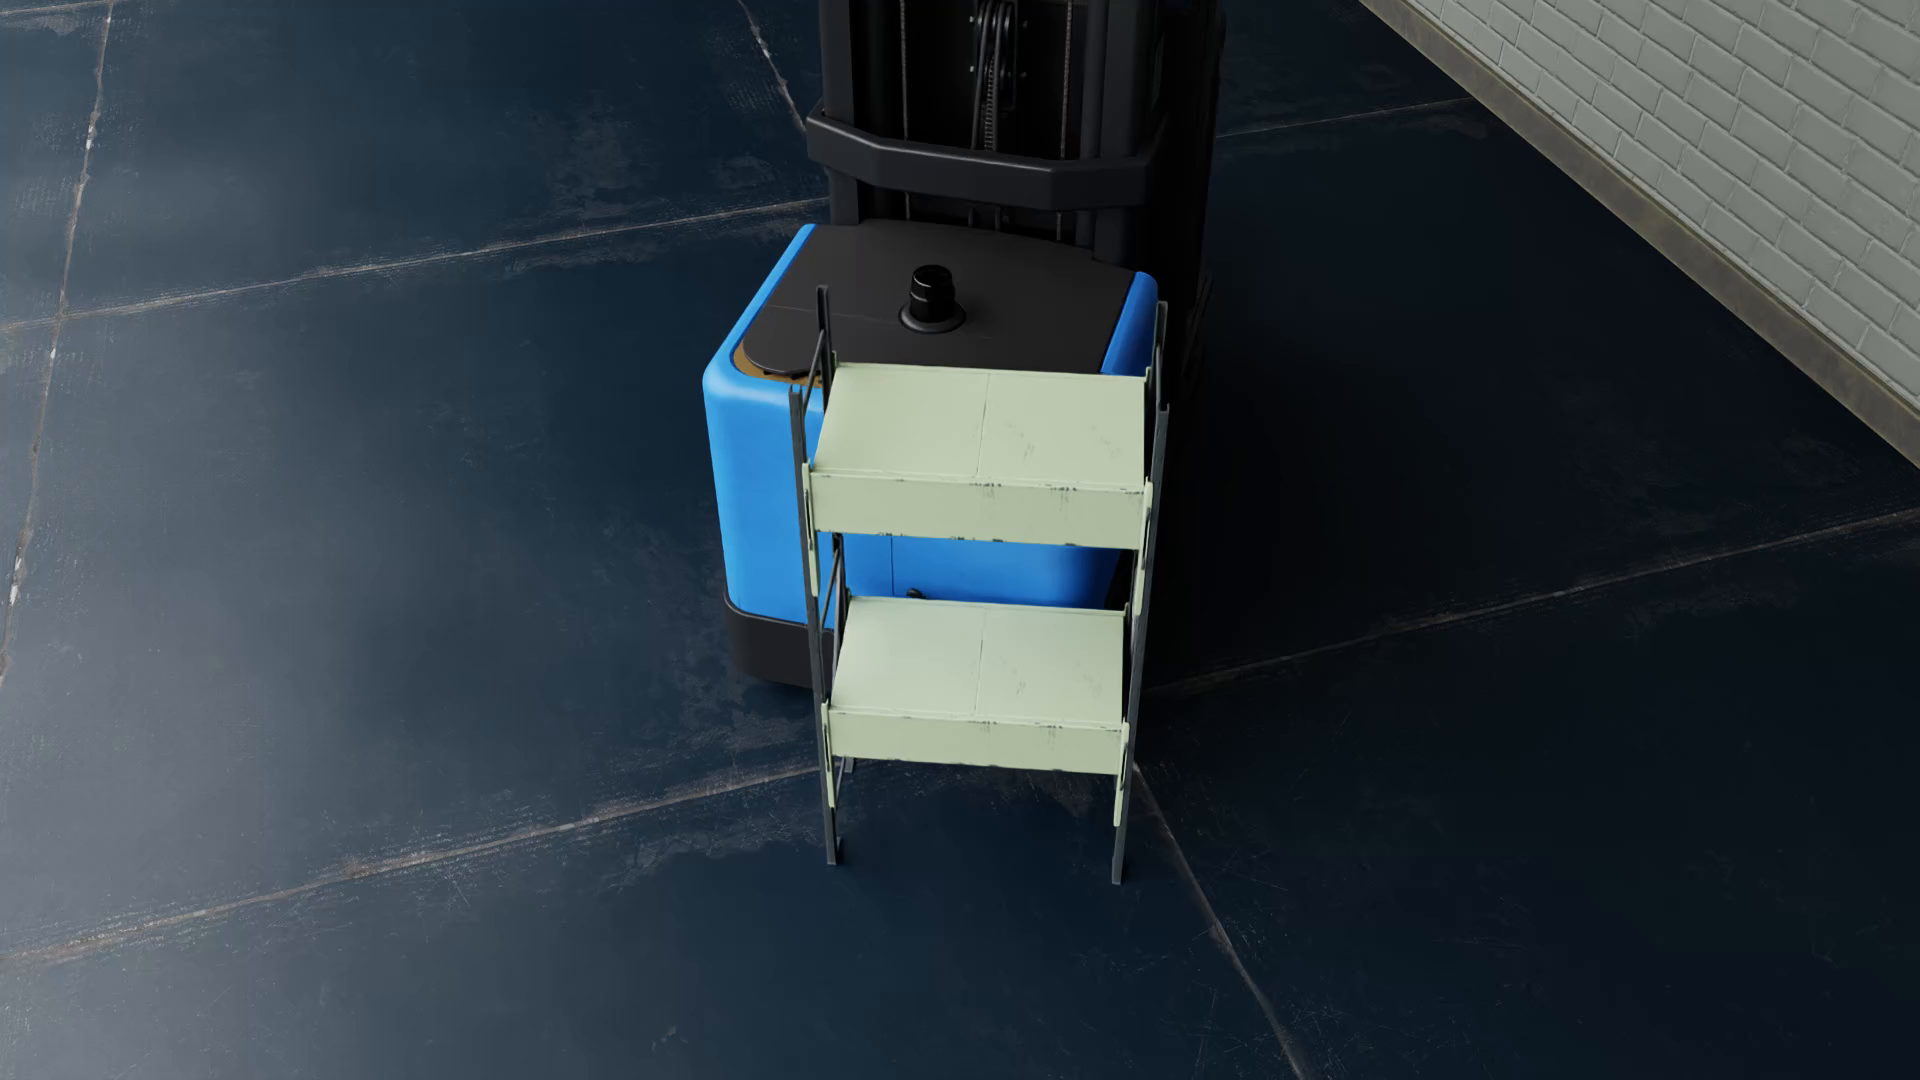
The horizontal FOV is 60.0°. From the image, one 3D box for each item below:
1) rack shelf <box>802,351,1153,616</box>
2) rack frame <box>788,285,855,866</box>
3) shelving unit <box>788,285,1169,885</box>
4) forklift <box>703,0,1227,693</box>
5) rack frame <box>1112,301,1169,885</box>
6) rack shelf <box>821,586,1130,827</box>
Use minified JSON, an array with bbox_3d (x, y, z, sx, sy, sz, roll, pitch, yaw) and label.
[{"bbox_3d":[0.051,-0.130,3.665,0.720,0.370,0.431,3,41,4],"label":"rack shelf"},{"bbox_3d":[-0.314,0.144,3.945,0.023,1.500,0.400,3,41,4],"label":"rack frame"},{"bbox_3d":[0.051,0.164,3.922,0.755,1.500,0.431,3,41,4],"label":"shelving unit"},{"bbox_3d":[0.230,-1.548,4.794,1.130,2.935,3.031,10,42,12],"label":"forklift"},{"bbox_3d":[0.416,0.185,3.899,0.023,1.500,0.400,3,41,4],"label":"rack frame"},{"bbox_3d":[0.051,0.410,4.137,0.720,0.370,0.431,3,41,4],"label":"rack shelf"}]
